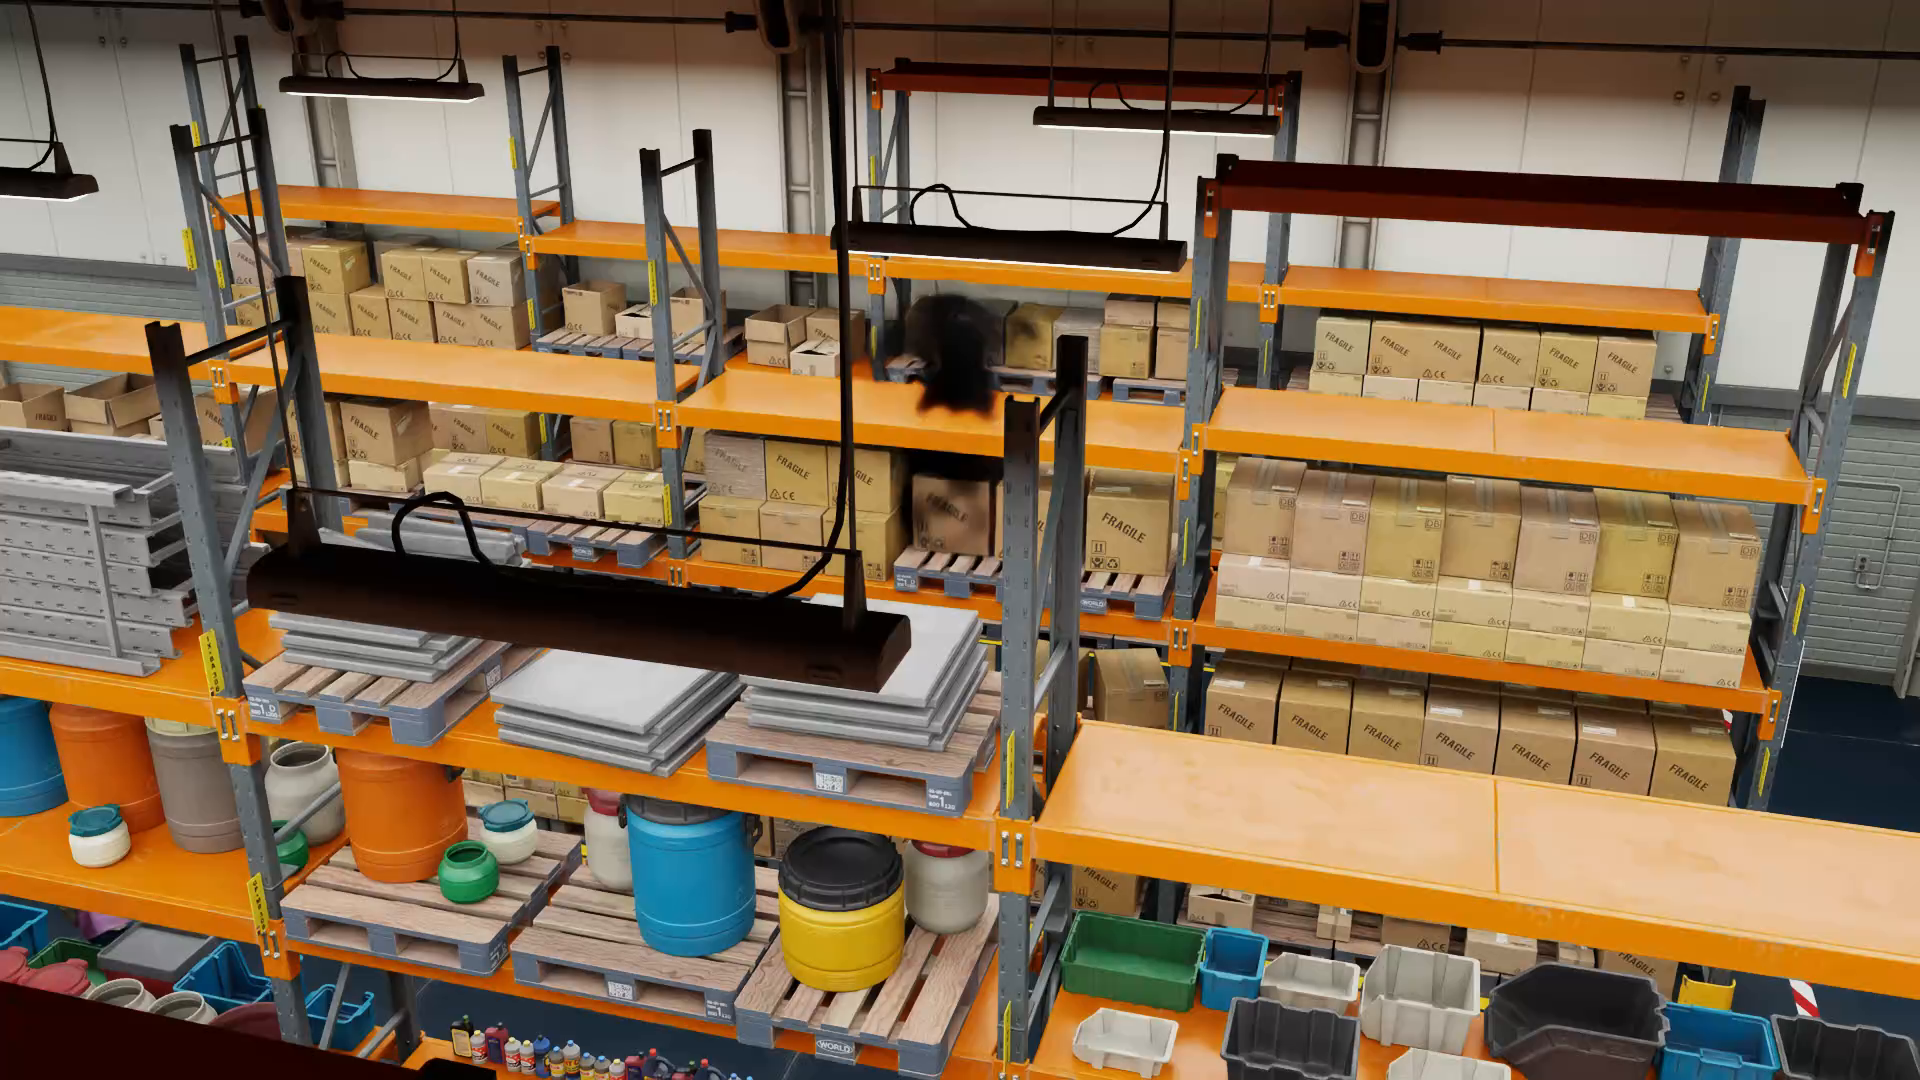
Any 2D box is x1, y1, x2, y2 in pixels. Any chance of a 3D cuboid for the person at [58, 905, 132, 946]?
[{"bbox_3d":[-6.127,2.847,12.020,0.519,1.455,0.971,-20,30,-40],"label":"person"}]
